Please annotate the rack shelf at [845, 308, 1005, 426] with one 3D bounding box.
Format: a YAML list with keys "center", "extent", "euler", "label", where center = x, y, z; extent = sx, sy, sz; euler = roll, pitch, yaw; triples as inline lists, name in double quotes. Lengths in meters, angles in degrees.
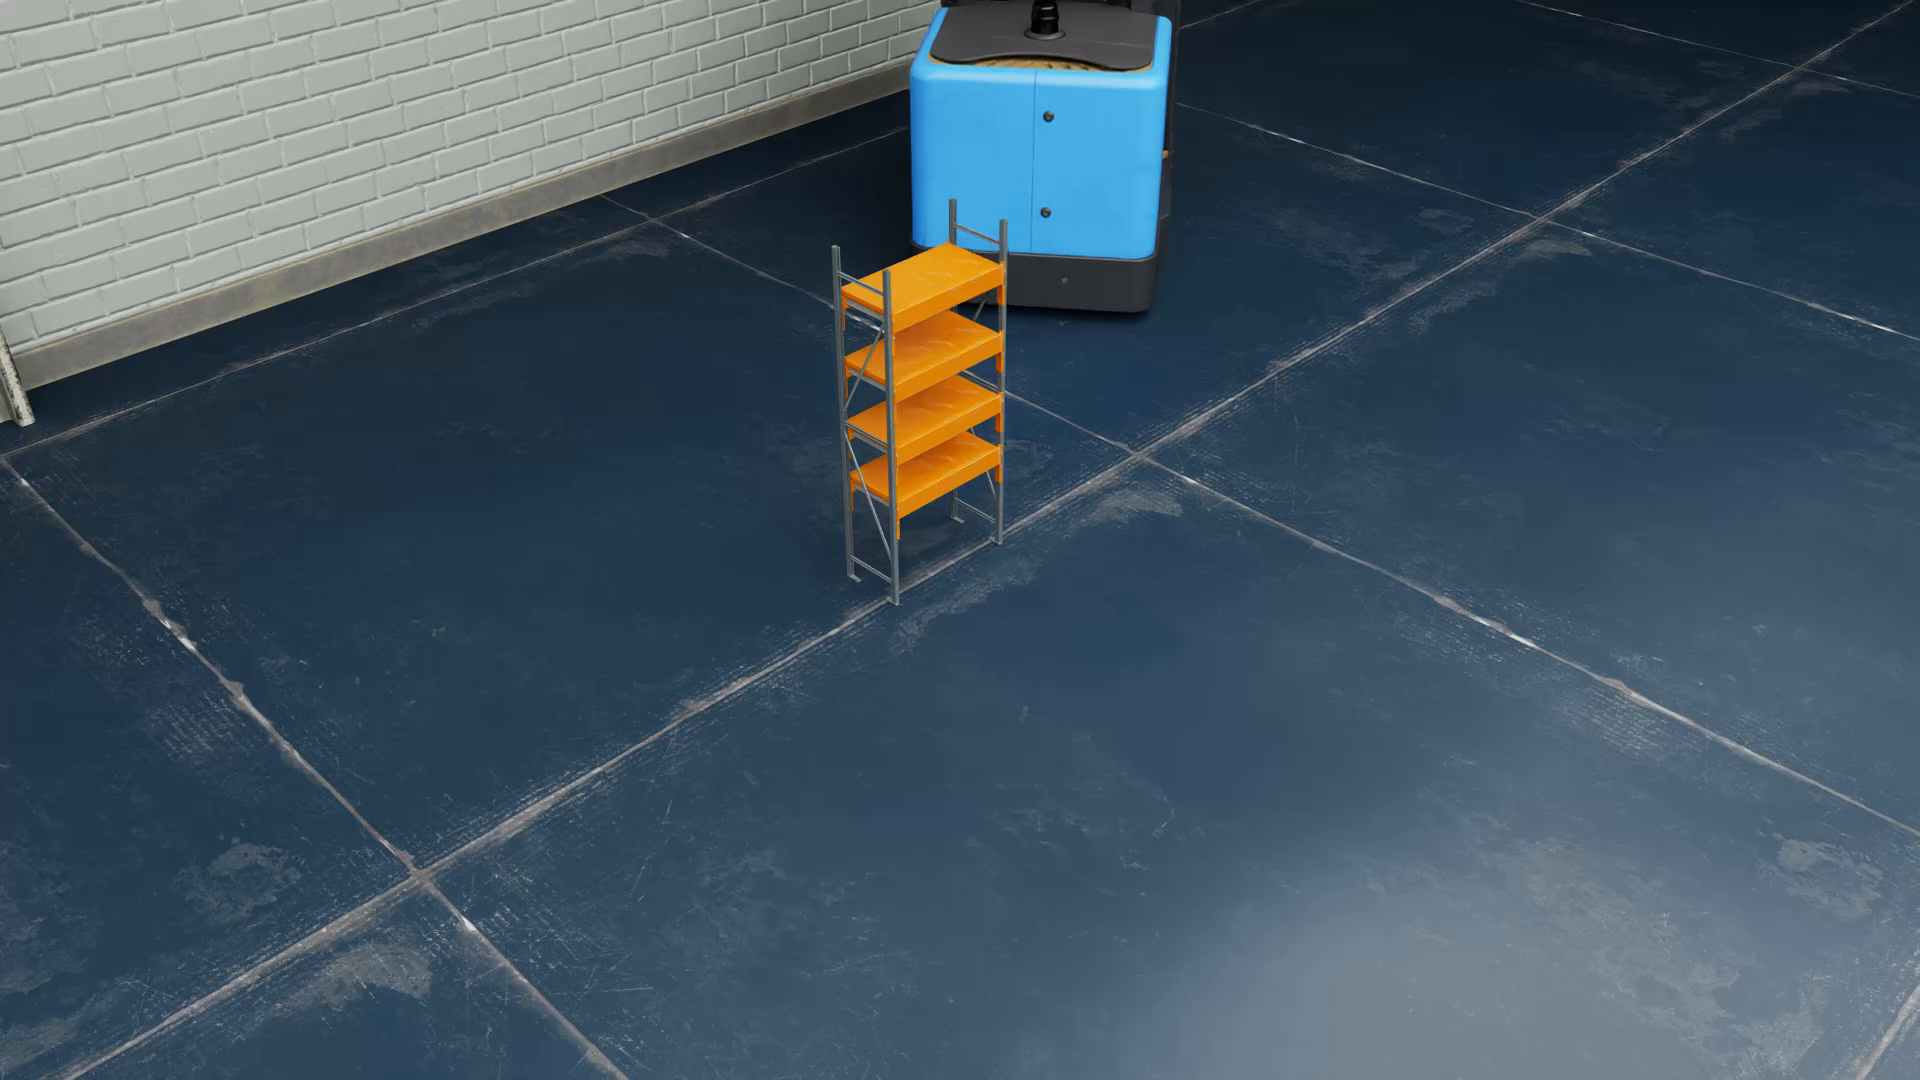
- center: [-0.117, -0.553, 5.221]
  extent: [0.258, 0.148, 0.480]
  euler: [30, 45, 35]
  label: "rack shelf"

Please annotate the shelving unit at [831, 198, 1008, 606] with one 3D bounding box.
- center: [-0.117, -0.425, 5.310]
  extent: [0.258, 1.200, 0.503]
  euler: [30, 45, 35]
  label: "shelving unit"

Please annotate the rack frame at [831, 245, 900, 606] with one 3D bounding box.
- center: [-0.289, -0.326, 5.168]
  extent: [0.240, 1.200, 0.015]
  euler: [30, 45, 35]
  label: "rack frame"

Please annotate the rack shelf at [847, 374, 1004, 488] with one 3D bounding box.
- center: [-0.117, -0.370, 5.349]
  extent: [0.258, 0.148, 0.480]
  euler: [30, 45, 35]
  label: "rack shelf"

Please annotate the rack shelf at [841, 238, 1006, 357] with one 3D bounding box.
- center: [-0.117, -0.747, 5.086]
  extent: [0.258, 0.148, 0.480]
  euler: [30, 45, 35]
  label: "rack shelf"

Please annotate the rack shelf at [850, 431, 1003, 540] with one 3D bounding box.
- center: [-0.117, -0.207, 5.462]
  extent: [0.258, 0.148, 0.480]
  euler: [30, 45, 35]
  label: "rack shelf"

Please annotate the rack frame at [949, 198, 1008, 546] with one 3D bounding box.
- center: [0.055, -0.524, 5.452]
  extent: [0.240, 1.200, 0.015]
  euler: [30, 45, 35]
  label: "rack frame"

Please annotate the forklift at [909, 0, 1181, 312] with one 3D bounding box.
- center: [0.491, -2.990, 7.475]
  extent: [1.130, 2.935, 3.031]
  euler: [4, 35, 6]
  label: "forklift"
